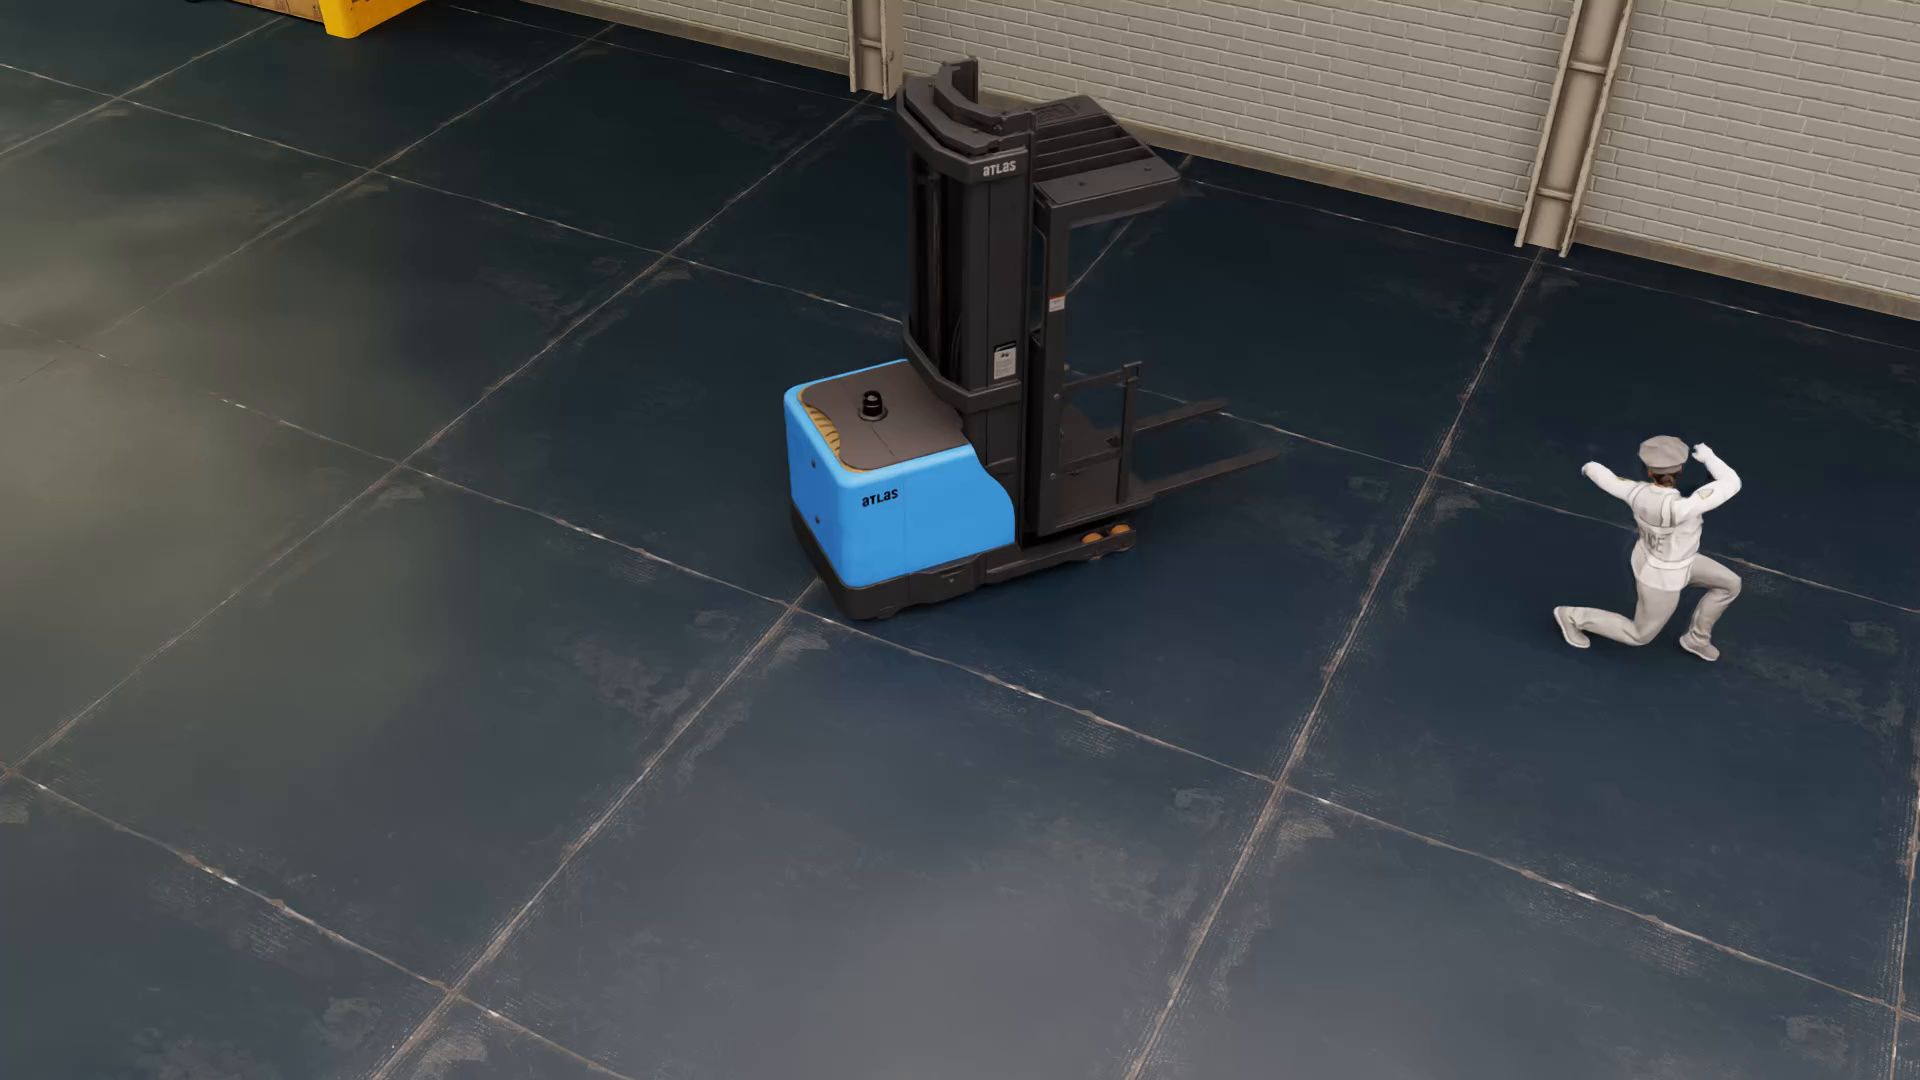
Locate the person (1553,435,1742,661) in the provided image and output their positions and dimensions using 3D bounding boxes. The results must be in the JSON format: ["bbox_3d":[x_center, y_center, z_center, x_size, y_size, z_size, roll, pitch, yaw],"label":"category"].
[{"bbox_3d":[3.889,-0.045,9.254,0.933,1.386,0.889,5,40,6],"label":"person"}]

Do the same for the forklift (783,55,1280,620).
[{"bbox_3d":[0.521,-1.292,9.521,3.031,2.935,1.130,-16,43,-18],"label":"forklift"}]
